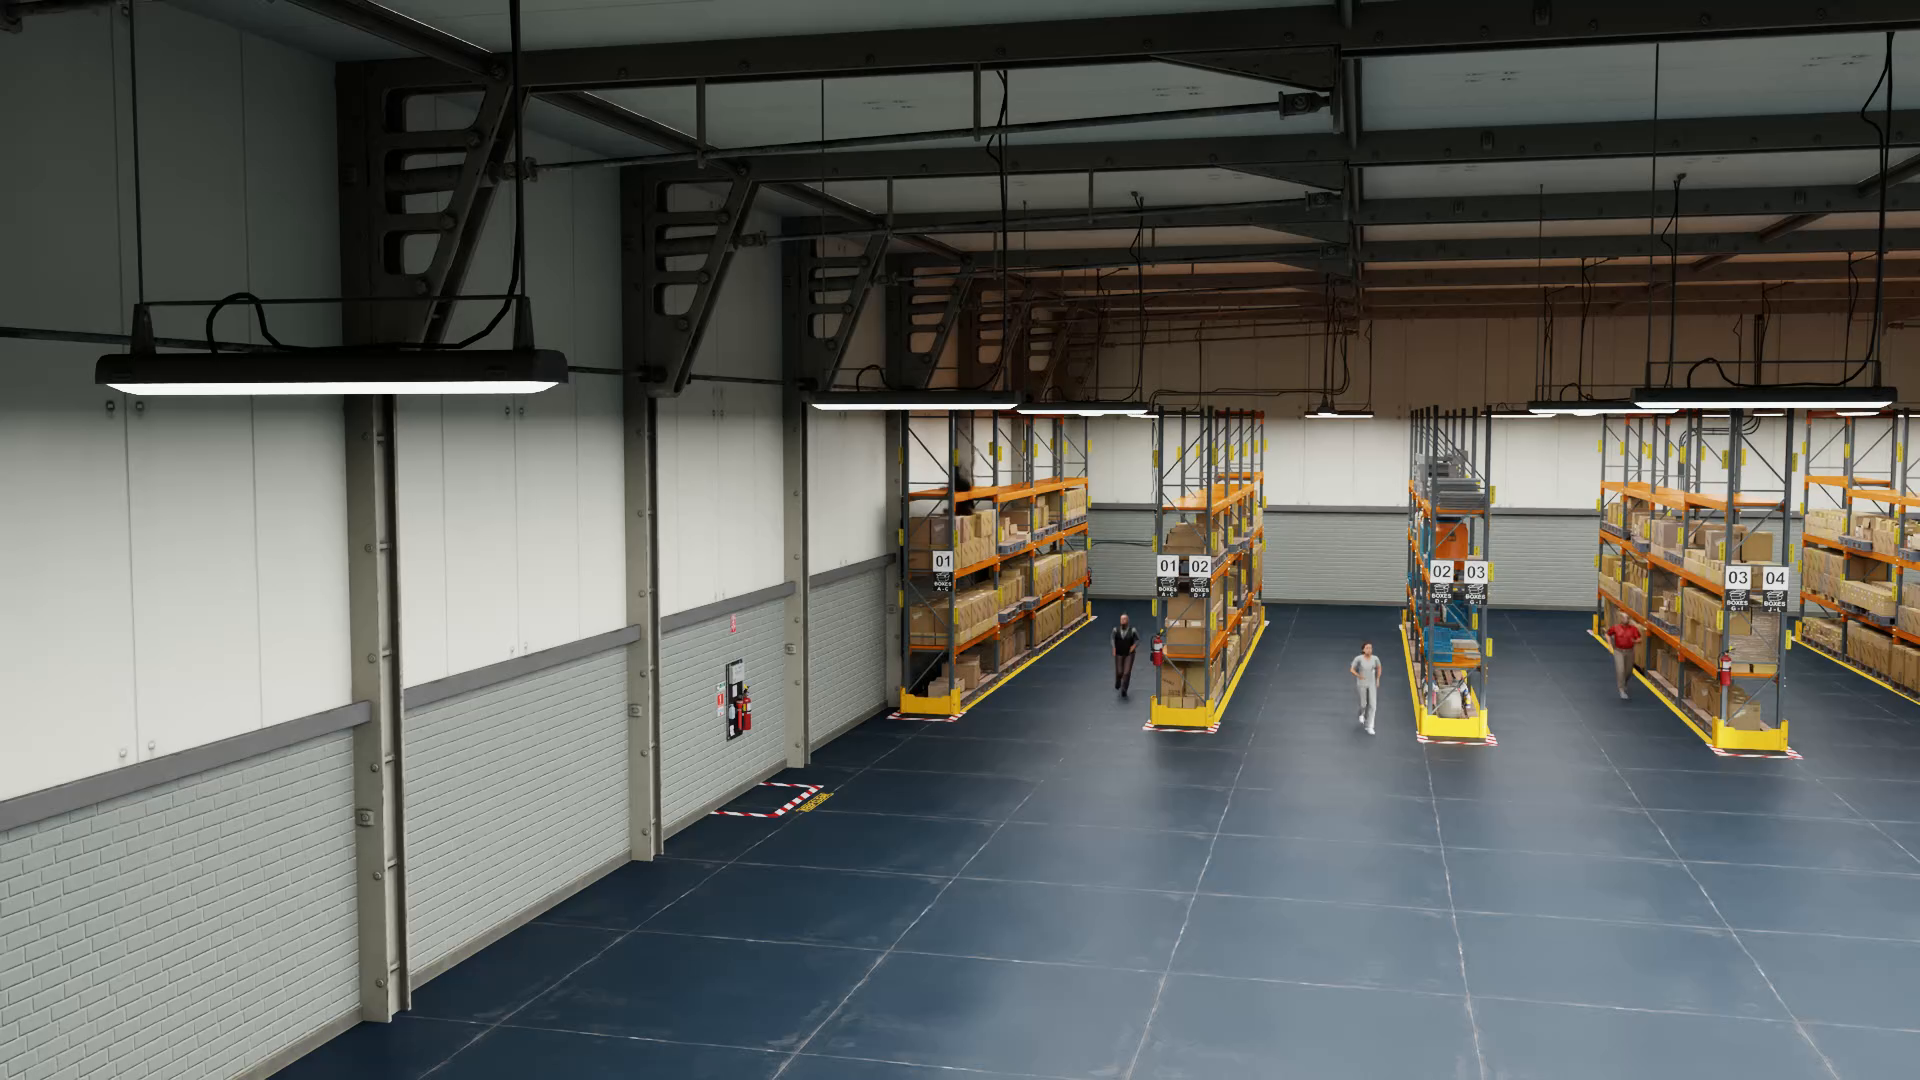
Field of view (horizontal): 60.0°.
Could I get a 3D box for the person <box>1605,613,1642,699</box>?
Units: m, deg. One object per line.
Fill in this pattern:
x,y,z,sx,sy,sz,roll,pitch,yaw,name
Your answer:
13.754,2.371,34.427,0.662,1.716,0.968,1,4,7,person

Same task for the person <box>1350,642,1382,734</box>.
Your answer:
7.506,2.705,30.746,0.605,1.669,0.834,0,4,1,person

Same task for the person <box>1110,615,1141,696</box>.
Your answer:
3.446,2.401,34.676,0.656,1.696,0.627,1,4,12,person
